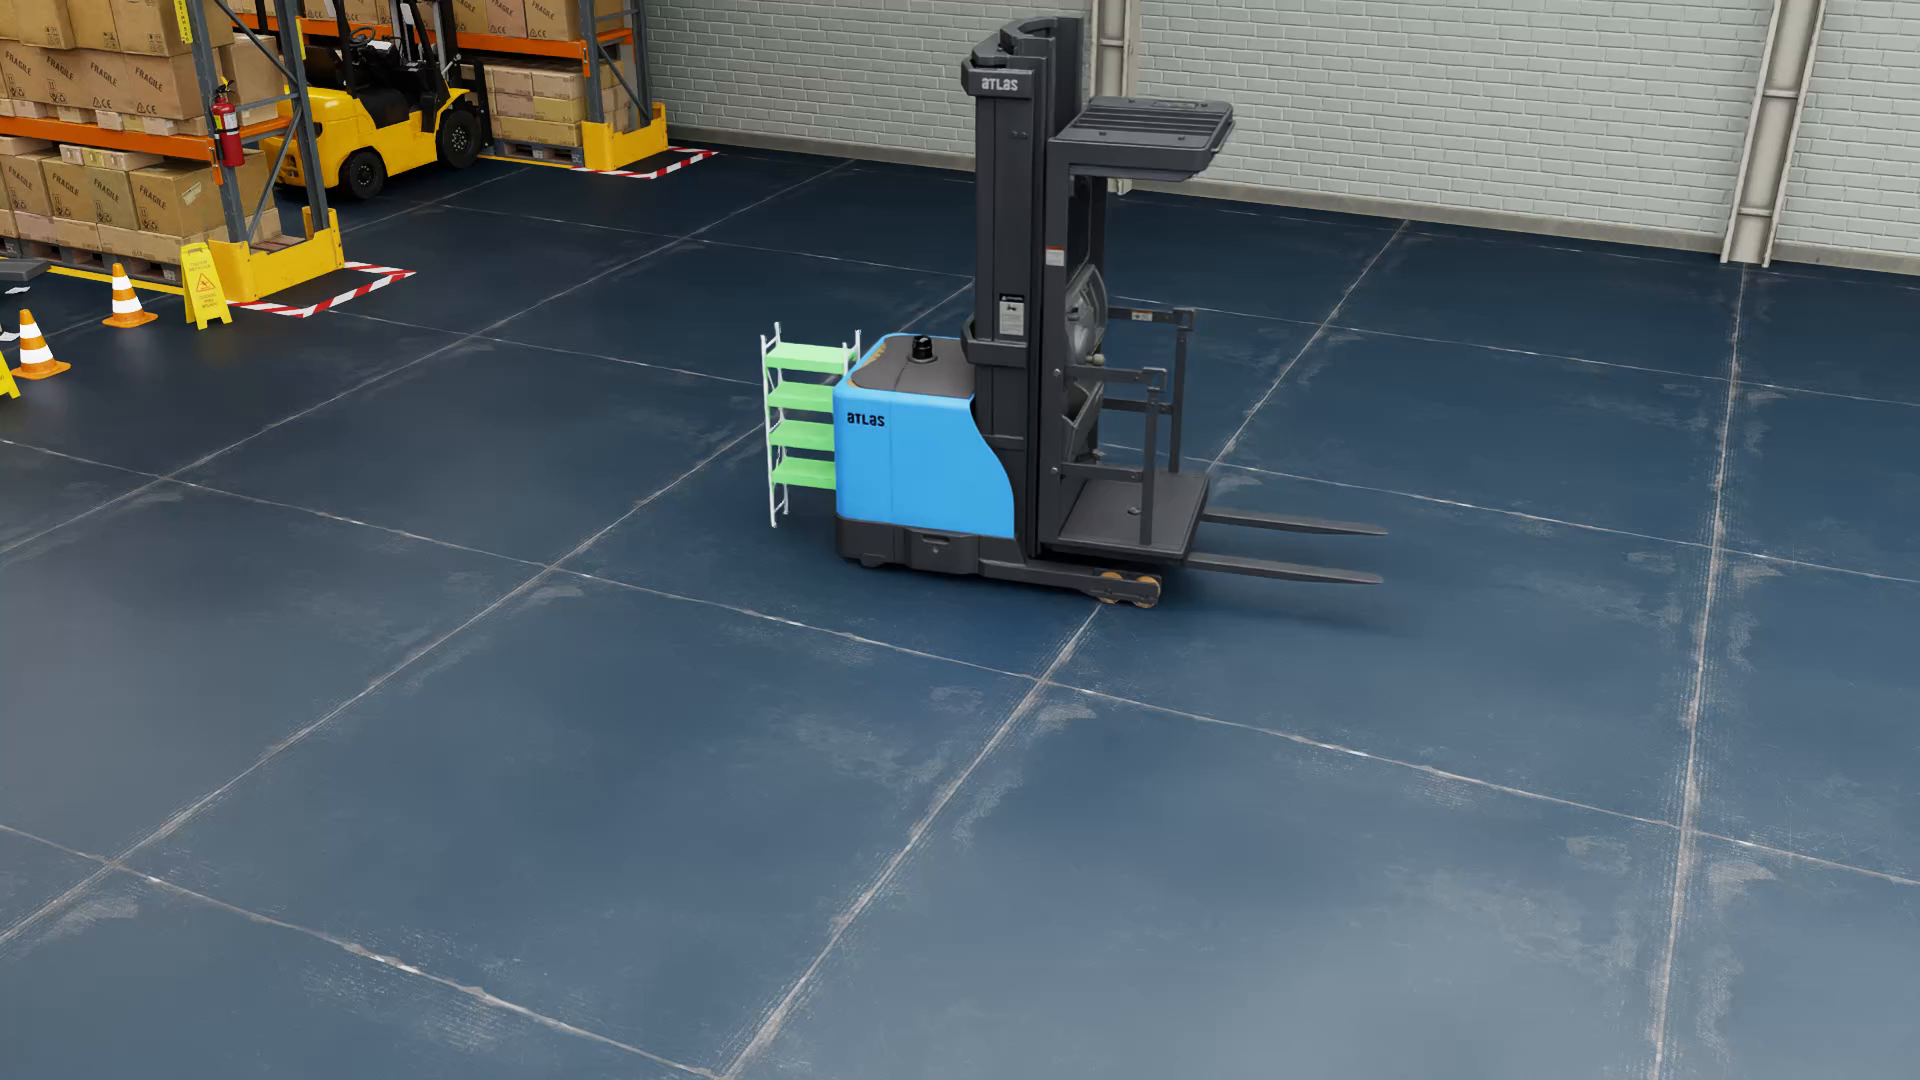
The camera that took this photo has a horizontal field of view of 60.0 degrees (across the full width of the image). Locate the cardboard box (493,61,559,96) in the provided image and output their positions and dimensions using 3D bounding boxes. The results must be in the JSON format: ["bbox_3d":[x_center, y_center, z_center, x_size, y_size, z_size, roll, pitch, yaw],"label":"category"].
[{"bbox_3d":[-4.687,-4.997,18.009,0.500,0.250,0.500,12,29,23],"label":"cardboard box"}]

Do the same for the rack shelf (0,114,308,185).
[{"bbox_3d":[-7.544,-3.590,14.461,4.000,0.370,1.077,11,28,22],"label":"rack shelf"}]

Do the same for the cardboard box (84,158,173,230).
[{"bbox_3d":[-7.037,-2.974,14.184,0.500,0.500,0.500,12,29,24],"label":"cardboard box"}]

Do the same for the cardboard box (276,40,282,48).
[{"bbox_3d":[-8.496,-5.634,20.011,0.625,0.625,0.875,11,28,21],"label":"cardboard box"}]

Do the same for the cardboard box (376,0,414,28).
[{"bbox_3d":[-6.075,-5.953,18.333,0.500,0.500,0.500,11,28,21],"label":"cardboard box"}]

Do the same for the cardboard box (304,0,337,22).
[{"bbox_3d":[-7.017,-6.134,18.700,0.500,0.500,0.500,11,28,20],"label":"cardboard box"}]

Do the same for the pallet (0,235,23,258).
[{"bbox_3d":[-8.738,-2.919,15.440,1.213,0.211,1.003,11,28,22],"label":"pallet"}]

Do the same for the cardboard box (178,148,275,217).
[{"bbox_3d":[-6.365,-3.101,14.442,0.500,0.500,0.500,10,28,20],"label":"cardboard box"}]

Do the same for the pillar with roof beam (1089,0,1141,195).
[{"bbox_3d":[-0.253,-5.897,11.540,0.400,9.000,9.100,11,28,22],"label":"pillar with roof beam"}]

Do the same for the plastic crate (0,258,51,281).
[{"bbox_3d":[-8.275,-2.352,14.437,0.583,0.080,0.402,2,26,4],"label":"plastic crate"}]

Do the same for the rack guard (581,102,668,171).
[{"bbox_3d":[-3.650,-4.418,18.158,0.348,0.500,1.175,11,28,22],"label":"rack guard"}]

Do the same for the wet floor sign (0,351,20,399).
[{"bbox_3d":[-6.834,-1.273,11.605,0.232,0.644,0.267,6,27,13],"label":"wet floor sign"}]

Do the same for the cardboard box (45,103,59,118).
[{"bbox_3d":[-7.536,-3.704,14.163,0.250,0.149,0.380,11,28,22],"label":"cardboard box"}]

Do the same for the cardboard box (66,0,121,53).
[{"bbox_3d":[-6.736,-4.275,13.456,0.500,0.500,0.700,12,29,22],"label":"cardboard box"}]

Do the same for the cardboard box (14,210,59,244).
[{"bbox_3d":[-7.964,-2.828,14.736,0.500,0.250,0.500,11,28,21],"label":"cardboard box"}]

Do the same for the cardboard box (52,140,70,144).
[{"bbox_3d":[-7.786,-3.385,15.017,0.500,0.500,0.500,13,29,24],"label":"cardboard box"}]

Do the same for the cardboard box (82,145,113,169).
[{"bbox_3d":[-7.150,-3.259,14.027,0.250,0.149,0.380,12,29,23],"label":"cardboard box"}]

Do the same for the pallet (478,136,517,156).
[{"bbox_3d":[-5.492,-4.640,18.934,1.213,0.211,1.003,11,28,22],"label":"pallet"}]

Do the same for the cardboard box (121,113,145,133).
[{"bbox_3d":[-6.653,-3.474,13.695,0.250,0.149,0.380,11,28,21],"label":"cardboard box"}]

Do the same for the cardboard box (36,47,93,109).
[{"bbox_3d":[-7.239,-3.900,13.826,0.500,0.500,0.500,11,28,22],"label":"cardboard box"}]

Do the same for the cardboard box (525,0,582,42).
[{"bbox_3d":[-4.229,-5.573,17.561,0.500,0.500,0.500,11,28,21],"label":"cardboard box"}]

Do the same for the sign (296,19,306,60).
[{"bbox_3d":[-5.499,-4.154,13.811,0.005,0.325,0.100,11,28,22],"label":"sign"}]

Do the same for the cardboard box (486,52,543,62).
[{"bbox_3d":[-4.938,-5.297,18.618,0.500,0.250,0.500,11,28,21],"label":"cardboard box"}]

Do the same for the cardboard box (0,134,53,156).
[{"bbox_3d":[-8.135,-3.456,14.428,0.250,0.149,0.380,13,29,25],"label":"cardboard box"}]

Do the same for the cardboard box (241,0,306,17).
[{"bbox_3d":[-7.880,-6.195,19.107,0.500,0.250,0.500,12,29,23],"label":"cardboard box"}]

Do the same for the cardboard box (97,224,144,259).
[{"bbox_3d":[-7.039,-2.640,14.353,0.500,0.250,0.500,11,28,22],"label":"cardboard box"}]

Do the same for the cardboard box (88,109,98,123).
[{"bbox_3d":[-7.075,-3.613,13.976,0.250,0.149,0.380,12,29,23],"label":"cardboard box"}]

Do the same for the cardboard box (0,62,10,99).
[{"bbox_3d":[-8.161,-4.085,14.201,0.500,0.500,0.500,11,28,21],"label":"cardboard box"}]

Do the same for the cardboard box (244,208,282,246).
[{"bbox_3d":[-6.343,-2.761,14.599,0.500,0.250,0.500,11,28,21],"label":"cardboard box"}]

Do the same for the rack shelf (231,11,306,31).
[{"bbox_3d":[-9.134,-6.318,20.002,4.000,0.370,1.077,11,28,22],"label":"rack shelf"}]

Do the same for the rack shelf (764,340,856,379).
[{"bbox_3d":[-0.848,-1.010,9.500,0.480,0.148,0.258,7,27,14],"label":"rack shelf"}]

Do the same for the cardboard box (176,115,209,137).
[{"bbox_3d":[-6.152,-3.417,13.579,0.250,0.149,0.380,12,29,24],"label":"cardboard box"}]

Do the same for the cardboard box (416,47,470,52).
[{"bbox_3d":[-5.863,-5.482,18.994,0.500,0.250,0.500,12,28,22],"label":"cardboard box"}]

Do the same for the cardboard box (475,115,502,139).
[{"bbox_3d":[-5.131,-4.647,18.431,0.500,0.250,0.500,12,29,22],"label":"cardboard box"}]

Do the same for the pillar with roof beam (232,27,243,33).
[{"bbox_3d":[-11.176,-8.091,15.996,0.400,9.000,9.100,11,28,22],"label":"pillar with roof beam"}]

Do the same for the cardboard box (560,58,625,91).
[{"bbox_3d":[-4.031,-5.111,18.241,0.500,0.250,0.500,11,28,21],"label":"cardboard box"}]

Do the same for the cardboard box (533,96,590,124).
[{"bbox_3d":[-4.244,-4.686,17.944,0.500,0.250,0.500,11,28,21],"label":"cardboard box"}]

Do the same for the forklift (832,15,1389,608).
[{"bbox_3d":[0.865,-1.210,8.889,3.031,2.935,1.130,7,27,14],"label":"forklift"}]

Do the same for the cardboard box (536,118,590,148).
[{"bbox_3d":[-4.230,-4.458,18.046,0.500,0.250,0.500,12,28,22],"label":"cardboard box"}]

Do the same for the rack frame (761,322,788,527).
[{"bbox_3d":[-1.083,-0.665,9.742,0.015,1.200,0.240,7,27,14],"label":"rack frame"}]

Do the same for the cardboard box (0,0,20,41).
[{"bbox_3d":[-7.640,-4.474,13.860,0.500,0.500,0.700,11,28,21],"label":"cardboard box"}]

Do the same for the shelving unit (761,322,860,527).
[{"bbox_3d":[-0.848,-0.636,9.684,0.503,1.200,0.258,7,27,14],"label":"shelving unit"}]

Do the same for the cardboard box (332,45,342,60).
[{"bbox_3d":[-7.003,-5.464,18.958,0.500,0.250,0.500,11,28,21],"label":"cardboard box"}]

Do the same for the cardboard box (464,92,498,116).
[{"bbox_3d":[-5.175,-4.868,18.314,0.500,0.250,0.500,11,28,21],"label":"cardboard box"}]

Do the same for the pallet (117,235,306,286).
[{"bbox_3d":[-6.517,-2.473,14.534,1.213,0.211,1.003,11,28,22],"label":"pallet"}]

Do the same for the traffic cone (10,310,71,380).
[{"bbox_3d":[-6.799,-1.461,12.193,0.334,0.463,0.336,11,28,22],"label":"traffic cone"}]

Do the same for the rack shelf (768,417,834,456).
[{"bbox_3d":[-0.848,-0.579,9.712,0.480,0.148,0.258,7,27,14],"label":"rack shelf"}]

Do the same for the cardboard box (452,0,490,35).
[{"bbox_3d":[-5.164,-5.765,17.951,0.500,0.500,0.500,11,28,21],"label":"cardboard box"}]

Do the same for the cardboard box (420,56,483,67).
[{"bbox_3d":[-5.609,-5.181,18.383,0.500,0.250,0.500,11,28,21],"label":"cardboard box"}]

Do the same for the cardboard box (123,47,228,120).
[{"bbox_3d":[-6.331,-3.714,13.448,0.500,0.500,0.500,11,28,21],"label":"cardboard box"}]

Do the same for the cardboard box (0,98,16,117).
[{"bbox_3d":[-8.050,-3.742,14.239,0.250,0.149,0.380,12,28,22],"label":"cardboard box"}]

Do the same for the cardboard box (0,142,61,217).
[{"bbox_3d":[-7.976,-3.165,14.571,0.500,0.500,0.500,13,29,24],"label":"cardboard box"}]

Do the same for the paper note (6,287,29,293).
[{"bbox_3d":[-7.932,-2.108,13.998,0.148,0.019,0.142,2,26,4],"label":"paper note"}]

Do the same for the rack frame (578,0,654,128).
[{"bbox_3d":[-3.672,-5.544,17.614,0.127,3.000,1.000,11,28,22],"label":"rack frame"}]
